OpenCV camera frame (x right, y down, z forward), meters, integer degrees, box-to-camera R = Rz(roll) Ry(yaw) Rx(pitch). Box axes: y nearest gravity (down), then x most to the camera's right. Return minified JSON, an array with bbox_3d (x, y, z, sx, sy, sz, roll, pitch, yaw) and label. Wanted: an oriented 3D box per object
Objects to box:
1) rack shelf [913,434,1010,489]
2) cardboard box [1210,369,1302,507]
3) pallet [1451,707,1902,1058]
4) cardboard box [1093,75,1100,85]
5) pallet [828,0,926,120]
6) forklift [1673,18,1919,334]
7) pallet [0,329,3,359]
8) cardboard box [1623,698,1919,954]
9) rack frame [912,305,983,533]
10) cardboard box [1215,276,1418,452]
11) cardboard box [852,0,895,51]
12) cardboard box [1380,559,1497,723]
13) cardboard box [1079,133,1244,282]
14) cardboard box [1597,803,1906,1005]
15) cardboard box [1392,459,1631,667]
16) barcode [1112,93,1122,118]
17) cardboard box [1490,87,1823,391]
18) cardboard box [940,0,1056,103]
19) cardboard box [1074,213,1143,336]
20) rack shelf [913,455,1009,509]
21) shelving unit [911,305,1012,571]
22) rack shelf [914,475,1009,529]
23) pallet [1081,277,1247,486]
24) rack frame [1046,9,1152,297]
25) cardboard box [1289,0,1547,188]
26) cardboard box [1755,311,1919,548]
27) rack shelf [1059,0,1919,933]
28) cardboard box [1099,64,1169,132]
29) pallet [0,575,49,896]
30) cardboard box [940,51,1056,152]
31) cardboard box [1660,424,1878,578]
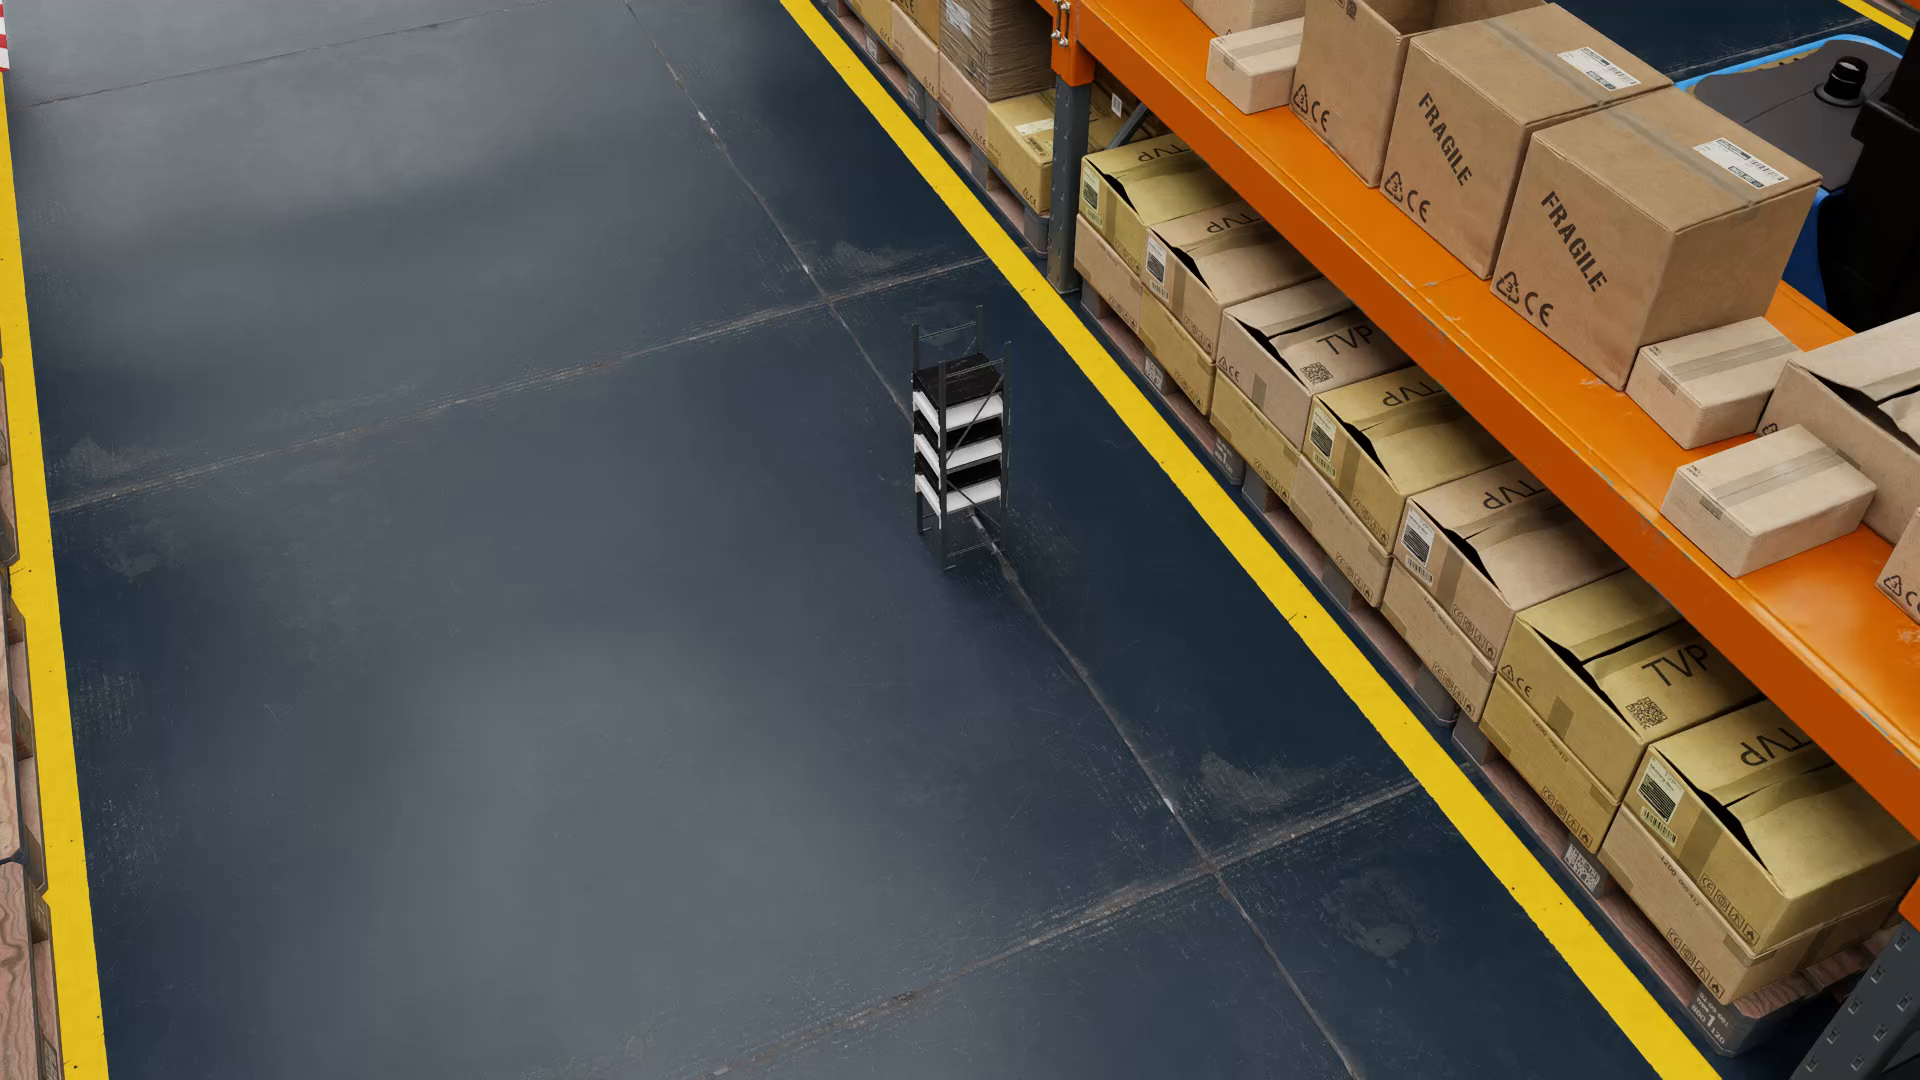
[{"bbox_3d":[0.003,-0.291,5.452,0.258,0.077,0.200,-18,47,-17],"label":"rack shelf"},{"bbox_3d":[1.213,-0.427,5.706,0.500,0.250,0.500,-19,48,-19],"label":"cardboard box"},{"bbox_3d":[2.205,0.764,4.826,1.003,0.211,1.213,-18,47,-17],"label":"pallet"},{"bbox_3d":[0.709,-2.118,7.419,0.500,0.250,0.500,-18,47,-17],"label":"cardboard box"},{"bbox_3d":[0.021,-2.547,8.181,1.003,0.211,1.213,-18,47,-17],"label":"pallet"},{"bbox_3d":[3.526,-1.086,4.763,1.130,2.935,3.031,-19,48,-18],"label":"forklift"},{"bbox_3d":[-4.423,-1.007,6.621,1.003,0.211,1.213,-18,47,-17],"label":"pallet"},{"bbox_3d":[2.072,0.676,4.189,0.500,0.311,0.500,-17,47,-16],"label":"cardboard box"},{"bbox_3d":[-0.039,-0.380,5.494,0.240,0.900,0.006,-18,47,-17],"label":"rack frame"},{"bbox_3d":[1.206,-0.625,5.507,0.500,0.311,0.500,-20,48,-19],"label":"cardboard box"},{"bbox_3d":[-0.195,-2.598,7.906,0.500,0.250,0.500,-18,47,-17],"label":"cardboard box"},{"bbox_3d":[1.645,0.225,5.045,0.500,0.250,0.500,-17,47,-17],"label":"cardboard box"},{"bbox_3d":[0.782,-1.275,6.166,0.500,0.311,0.500,-18,47,-17],"label":"cardboard box"},{"bbox_3d":[2.073,0.873,4.388,0.500,0.250,0.500,-17,47,-16],"label":"cardboard box"},{"bbox_3d":[1.638,0.024,4.849,0.500,0.311,0.500,-18,47,-18],"label":"cardboard box"},{"bbox_3d":[0.564,-1.565,5.983,0.001,0.075,0.075,-18,47,-17],"label":"barcode"},{"bbox_3d":[1.796,-0.793,4.346,0.500,0.500,0.500,-20,48,-20],"label":"cardboard box"},{"bbox_3d":[0.241,-2.232,7.002,0.500,0.500,0.500,-18,47,-17],"label":"cardboard box"},{"bbox_3d":[0.779,-1.082,6.370,0.500,0.250,0.500,-19,48,-18],"label":"cardboard box"},{"bbox_3d":[0.003,-0.227,5.515,0.258,0.077,0.200,-18,47,-17],"label":"rack shelf"},{"bbox_3d":[0.003,-0.315,5.429,0.258,0.900,0.210,-18,47,-17],"label":"shelving unit"},{"bbox_3d":[0.003,-0.163,5.579,0.258,0.077,0.200,-18,47,-17],"label":"rack shelf"},{"bbox_3d":[1.179,-0.791,6.401,1.003,0.211,1.213,-18,47,-17],"label":"pallet"},{"bbox_3d":[0.834,-2.242,5.886,1.000,3.000,0.127,-18,47,-17],"label":"rack frame"},{"bbox_3d":[1.364,-1.447,5.010,0.500,0.500,0.500,-15,47,-15],"label":"cardboard box"},{"bbox_3d":[2.316,-0.288,3.970,0.500,0.311,0.500,-19,48,-18],"label":"cardboard box"},{"bbox_3d":[1.675,-0.711,4.847,1.077,0.370,4.000,-18,47,-17],"label":"rack shelf"},{"bbox_3d":[0.923,-2.067,6.834,0.500,0.500,0.500,-18,47,-17],"label":"cardboard box"},{"bbox_3d":[-3.296,0.700,4.890,1.003,0.211,1.213,-18,47,-17],"label":"pallet"},{"bbox_3d":[0.240,-1.965,7.264,0.500,0.250,0.500,-18,47,-17],"label":"cardboard box"},{"bbox_3d":[1.887,-0.095,3.889,0.380,0.149,0.250,-18,47,-17],"label":"cardboard box"}]
